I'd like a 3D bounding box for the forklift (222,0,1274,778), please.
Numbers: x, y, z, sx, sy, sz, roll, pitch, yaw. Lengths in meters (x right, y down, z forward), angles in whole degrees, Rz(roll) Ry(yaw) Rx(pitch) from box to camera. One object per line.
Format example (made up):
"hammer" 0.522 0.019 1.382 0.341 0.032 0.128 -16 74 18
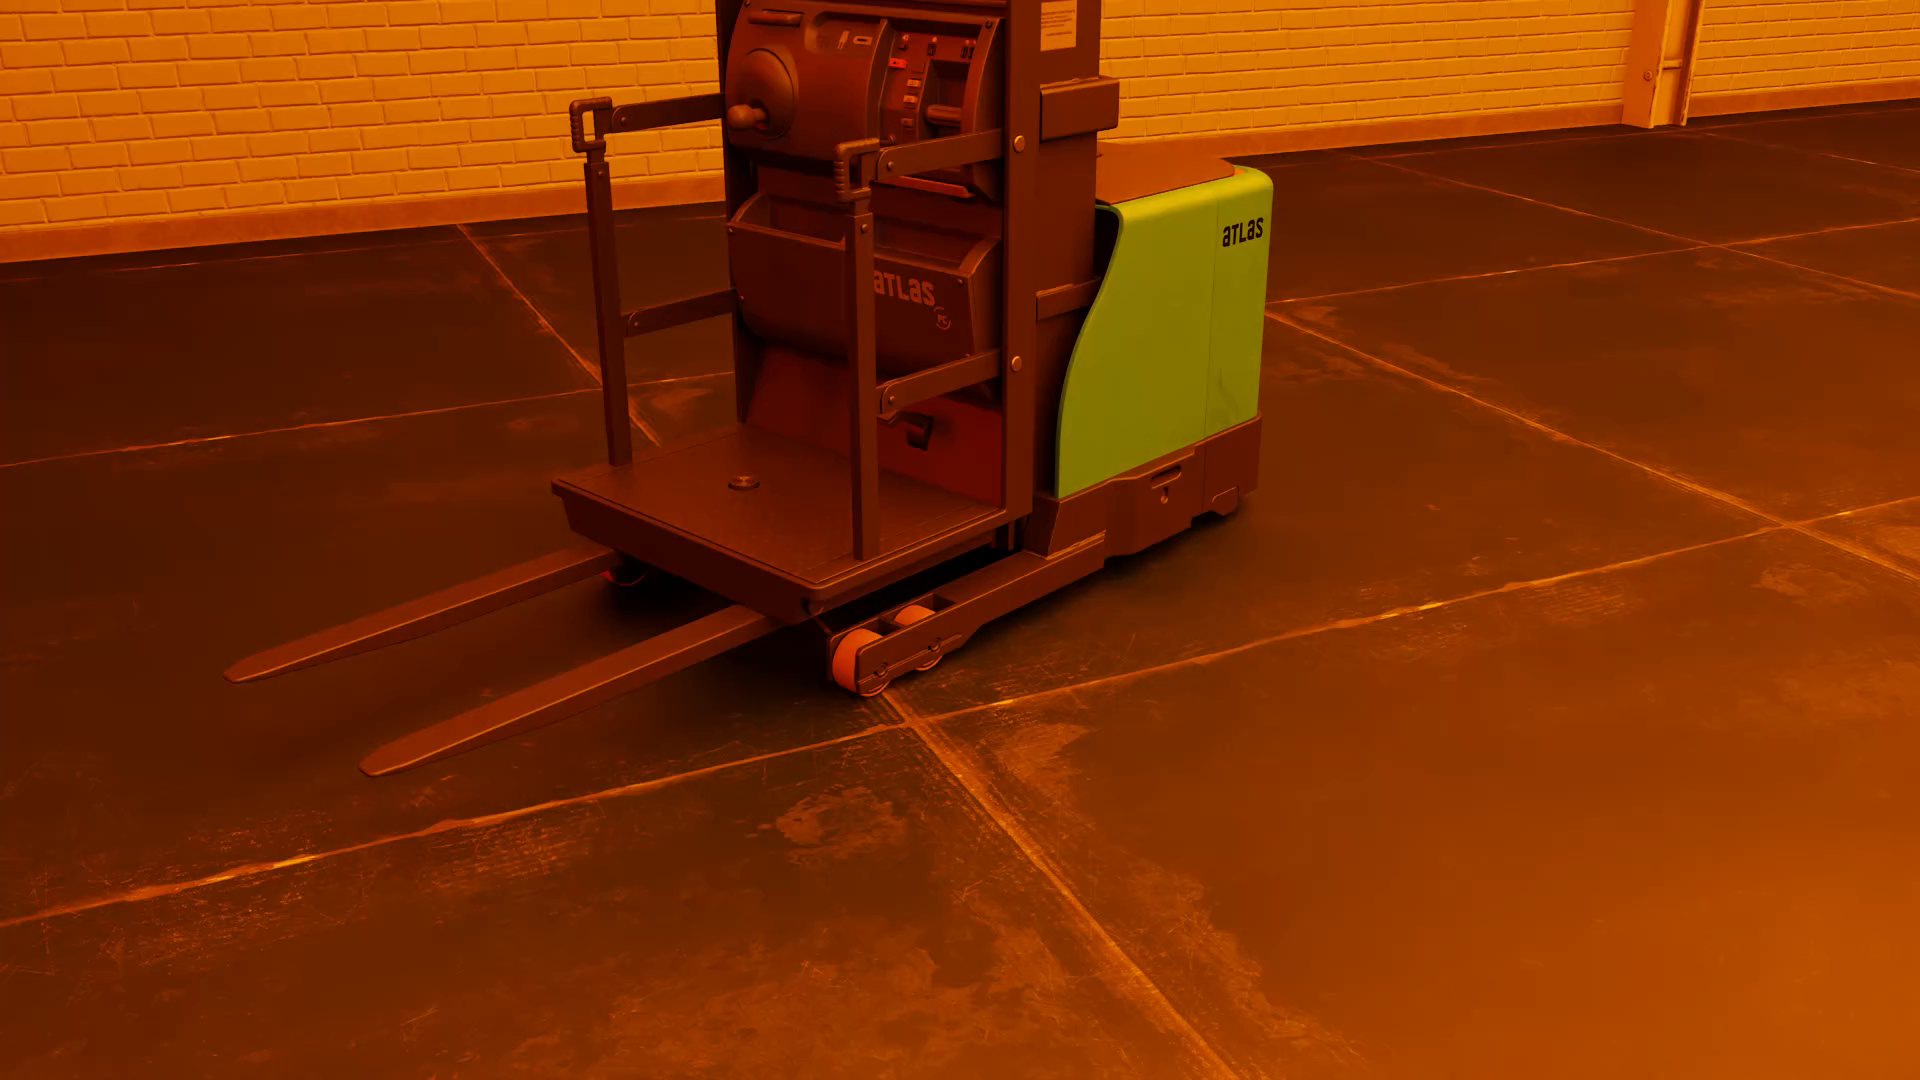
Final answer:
"forklift" -0.413 -1.182 4.131 1.130 2.935 3.031 19 29 39
